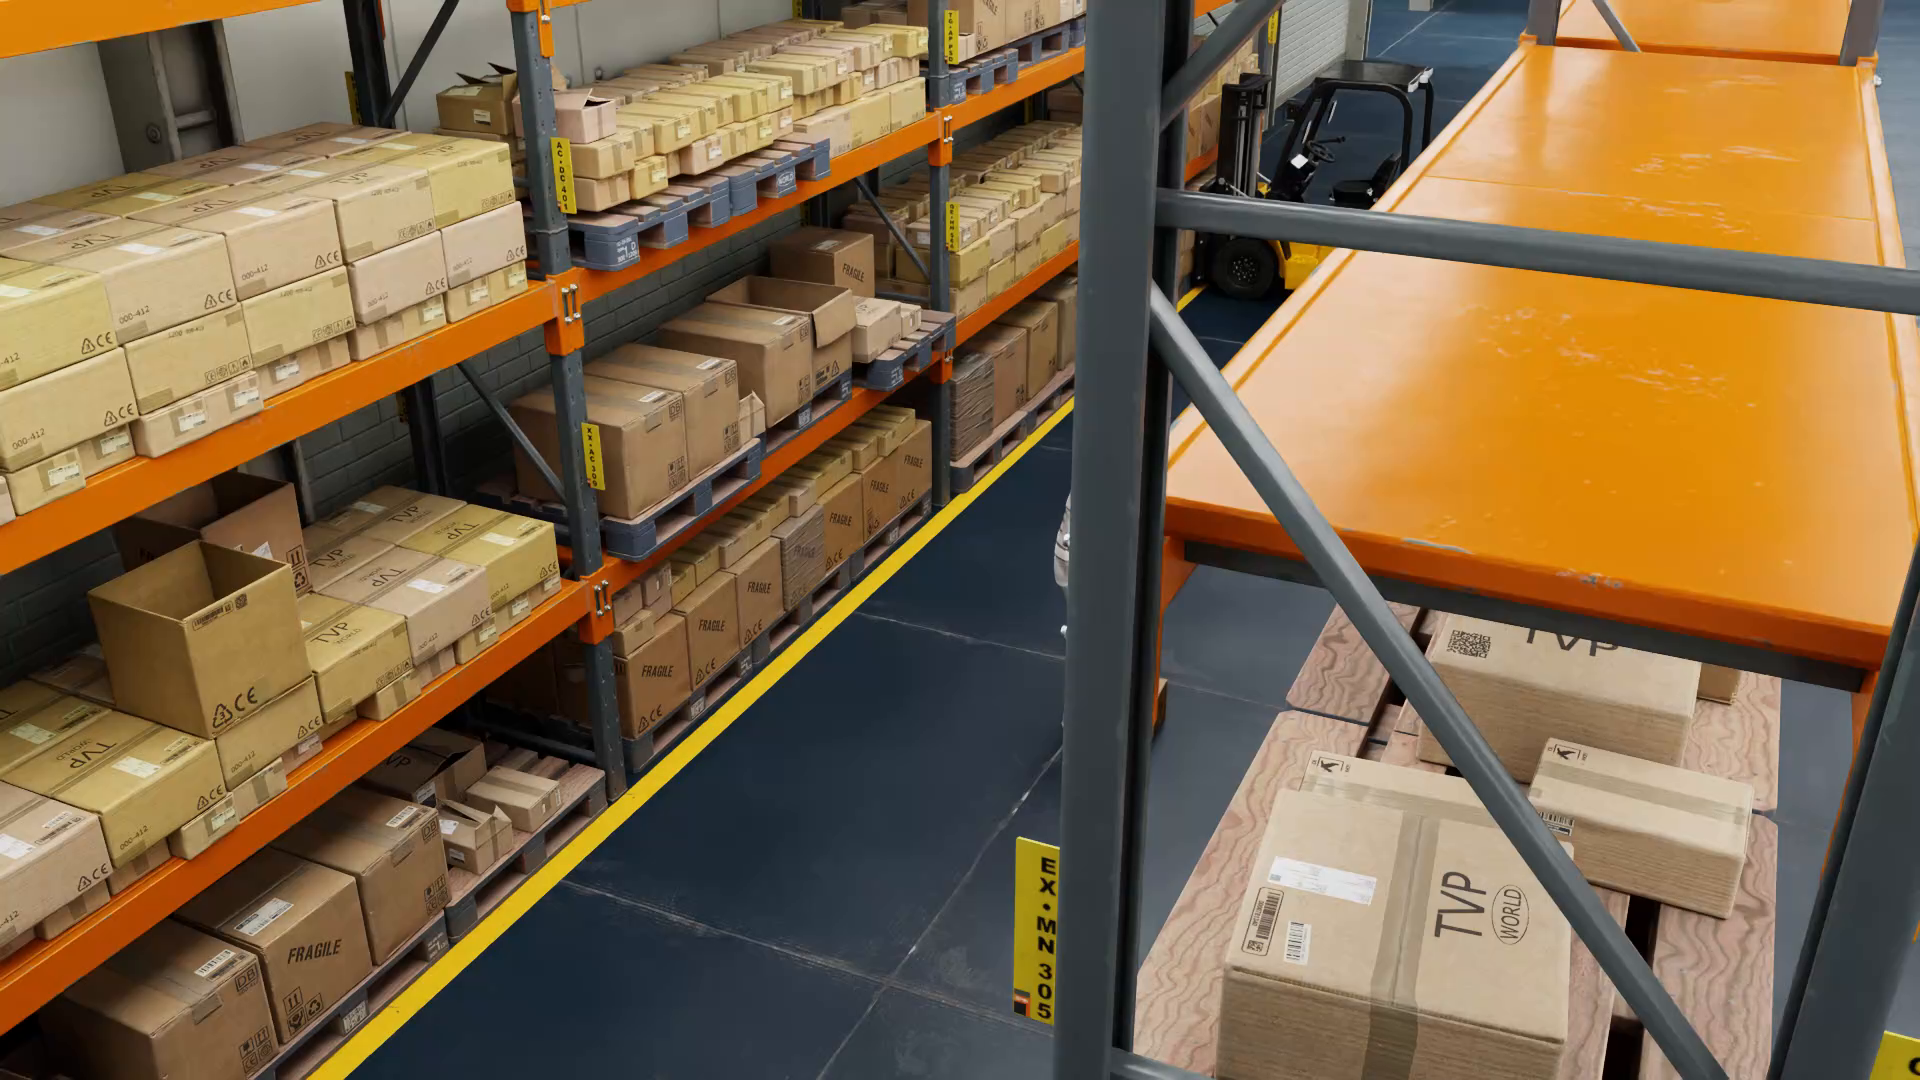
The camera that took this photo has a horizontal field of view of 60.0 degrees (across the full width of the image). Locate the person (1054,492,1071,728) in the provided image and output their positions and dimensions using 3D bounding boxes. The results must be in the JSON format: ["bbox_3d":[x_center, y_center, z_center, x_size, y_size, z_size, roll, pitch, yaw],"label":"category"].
[{"bbox_3d":[0.743,0.198,9.015,0.435,1.748,0.593,11,28,21],"label":"person"}]
